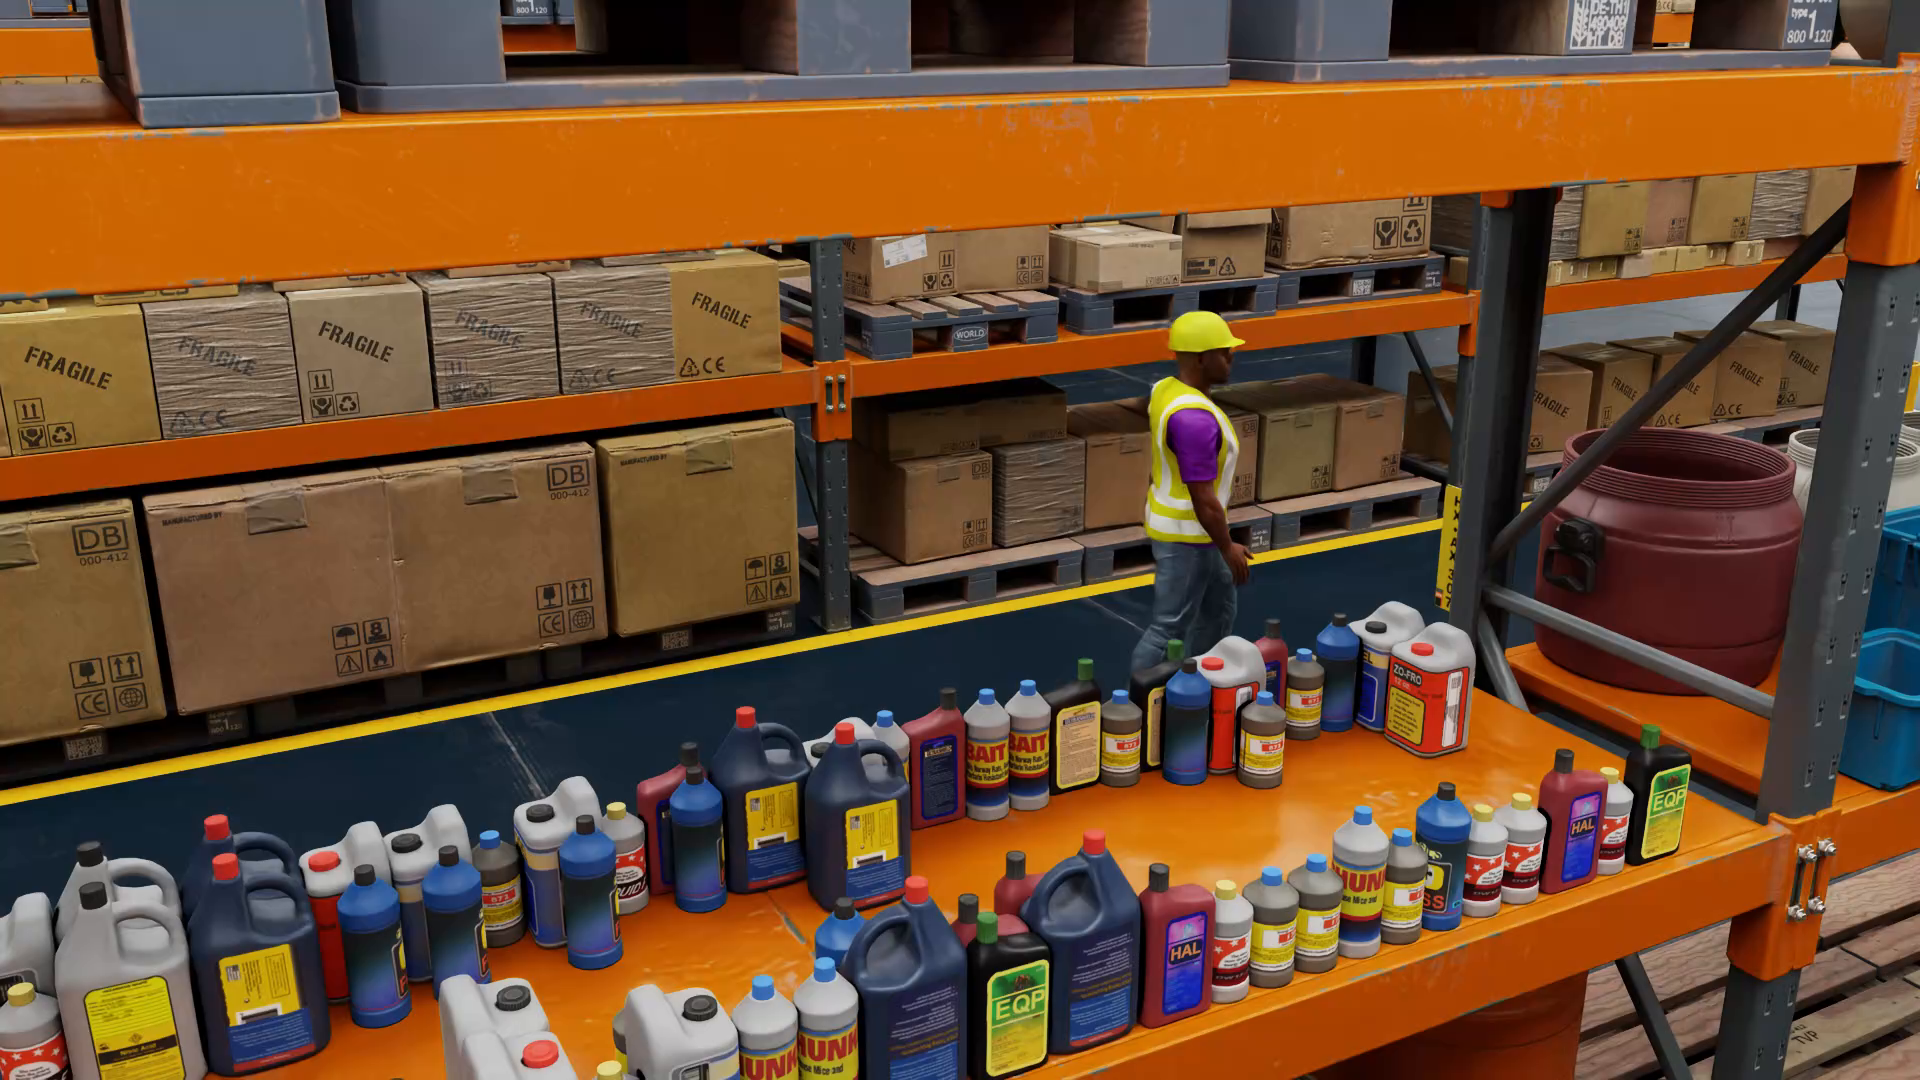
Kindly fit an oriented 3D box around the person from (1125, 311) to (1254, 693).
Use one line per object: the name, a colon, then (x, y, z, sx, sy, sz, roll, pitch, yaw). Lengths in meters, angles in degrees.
person: (0.937, 0.005, 6.574, 0.602, 1.828, 0.596, 1, 18, 3)
